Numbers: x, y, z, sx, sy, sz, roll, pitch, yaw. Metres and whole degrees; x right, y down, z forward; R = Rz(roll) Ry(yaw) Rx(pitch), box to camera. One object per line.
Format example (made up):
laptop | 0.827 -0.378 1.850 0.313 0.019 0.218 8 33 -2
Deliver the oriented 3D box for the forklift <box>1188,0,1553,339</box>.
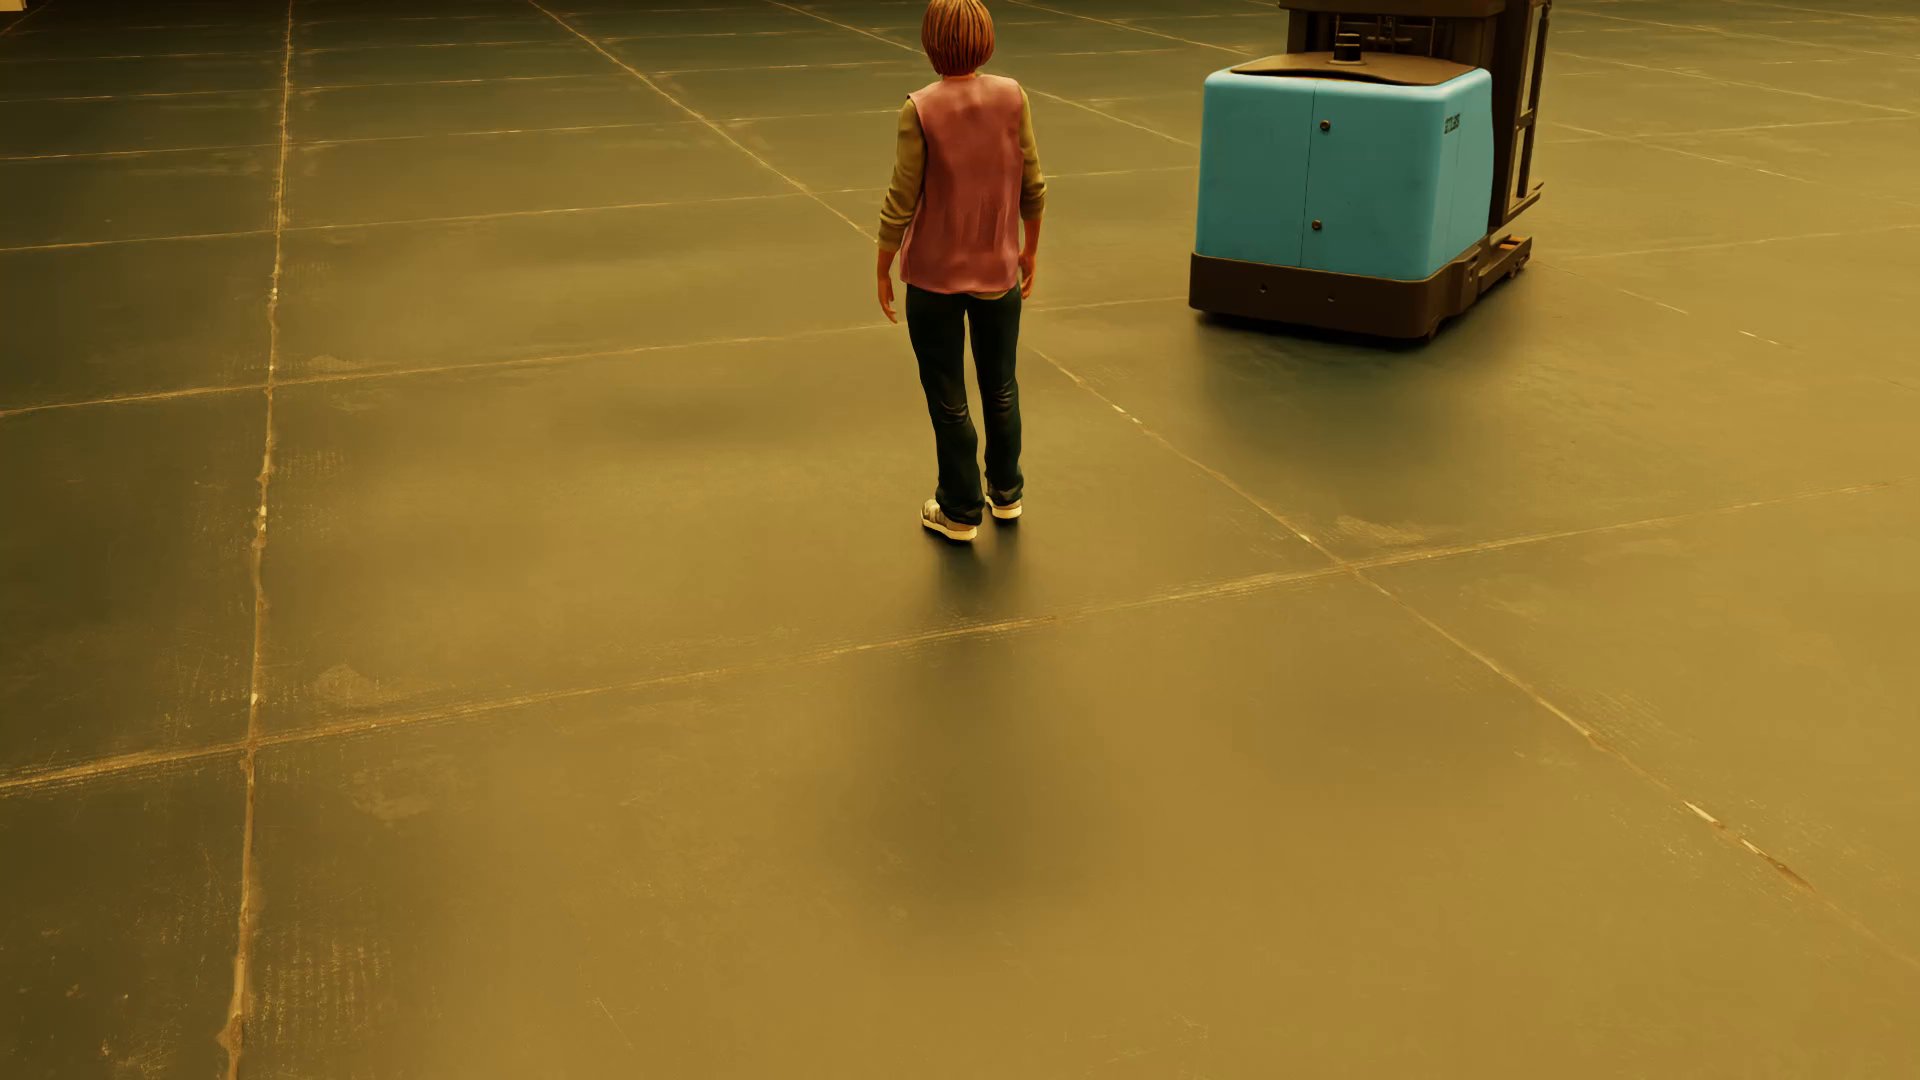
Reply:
forklift | 2.192 -2.710 7.743 1.130 2.935 3.031 13 26 28

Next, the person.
person | -0.013 -0.772 4.836 0.521 1.599 0.473 -8 24 -18
